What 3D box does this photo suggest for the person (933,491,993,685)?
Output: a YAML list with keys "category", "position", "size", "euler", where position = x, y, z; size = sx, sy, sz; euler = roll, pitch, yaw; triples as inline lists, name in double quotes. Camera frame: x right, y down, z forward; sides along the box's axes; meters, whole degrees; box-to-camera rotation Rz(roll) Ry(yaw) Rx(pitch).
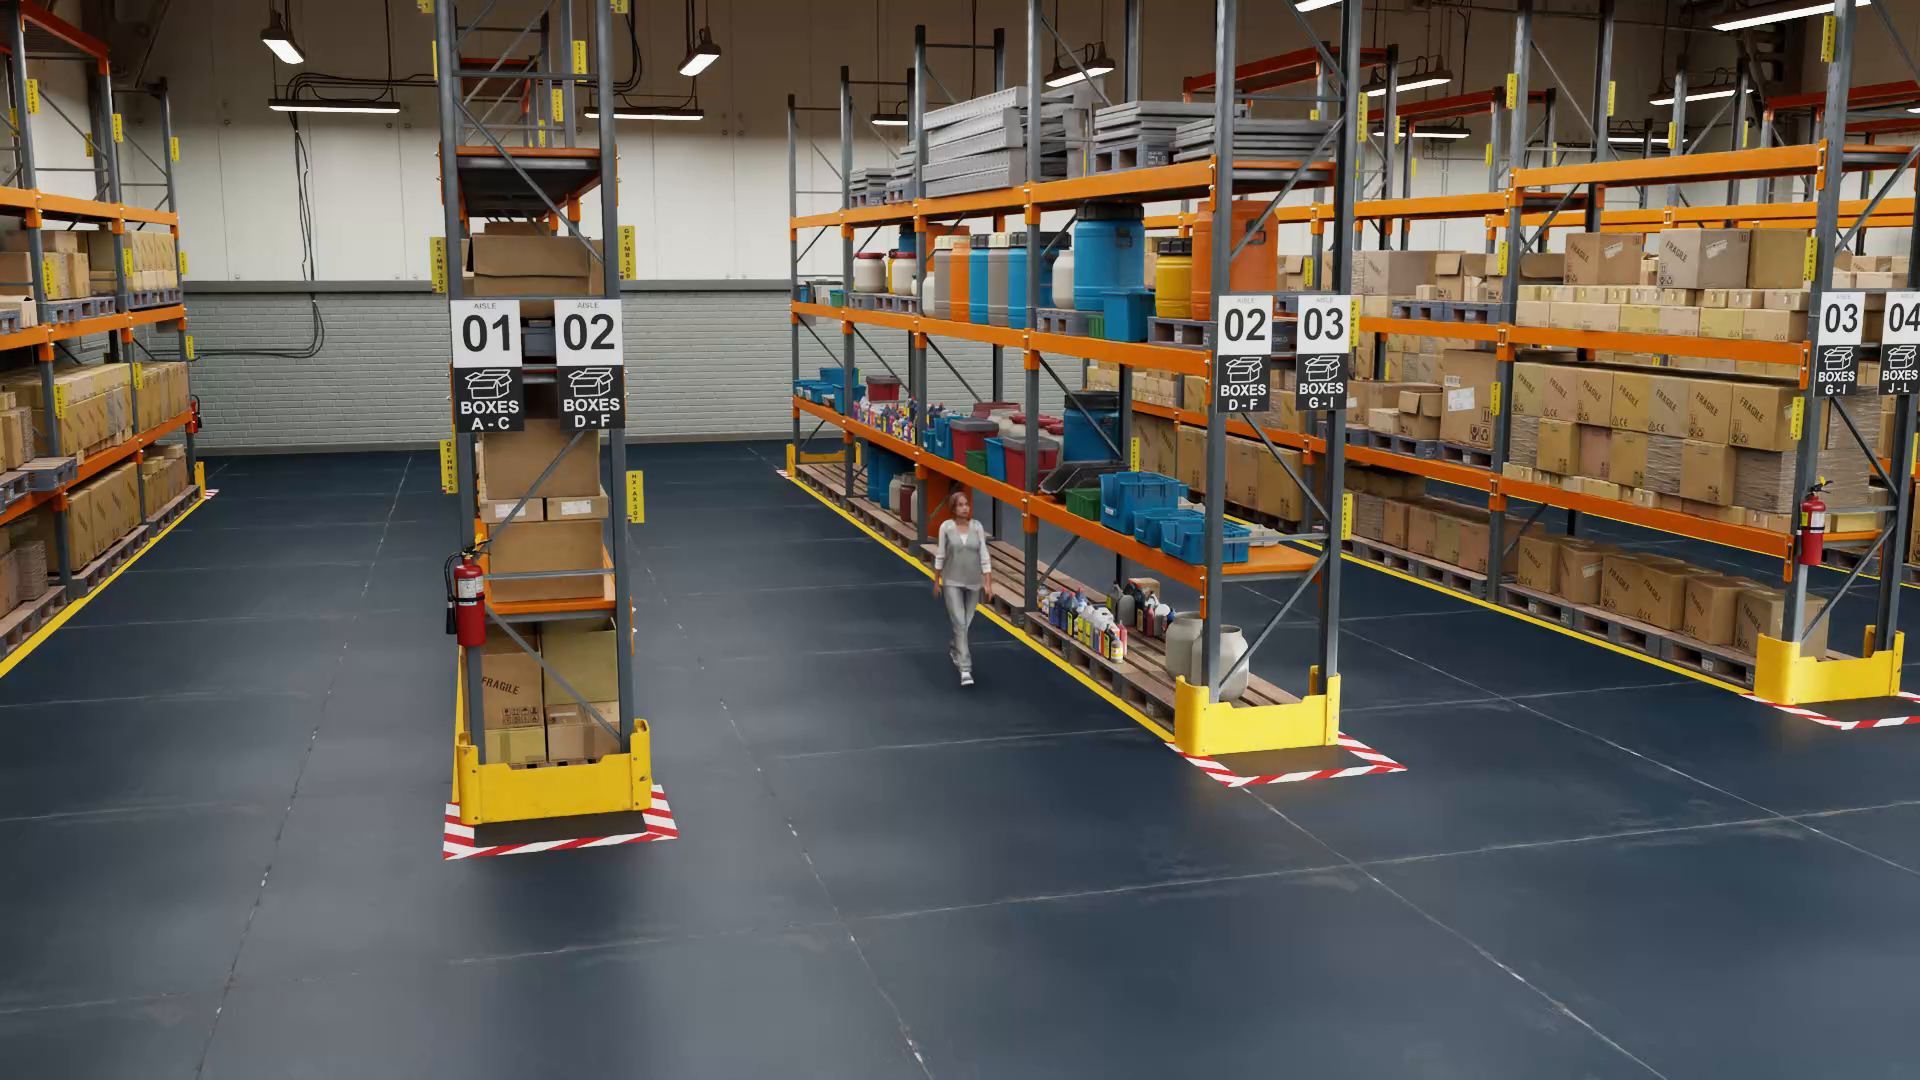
- category: "person"
  position: [0.030, 0.366, 13.738]
  size: [0.442, 1.532, 0.976]
  euler: [-2, 10, -14]
